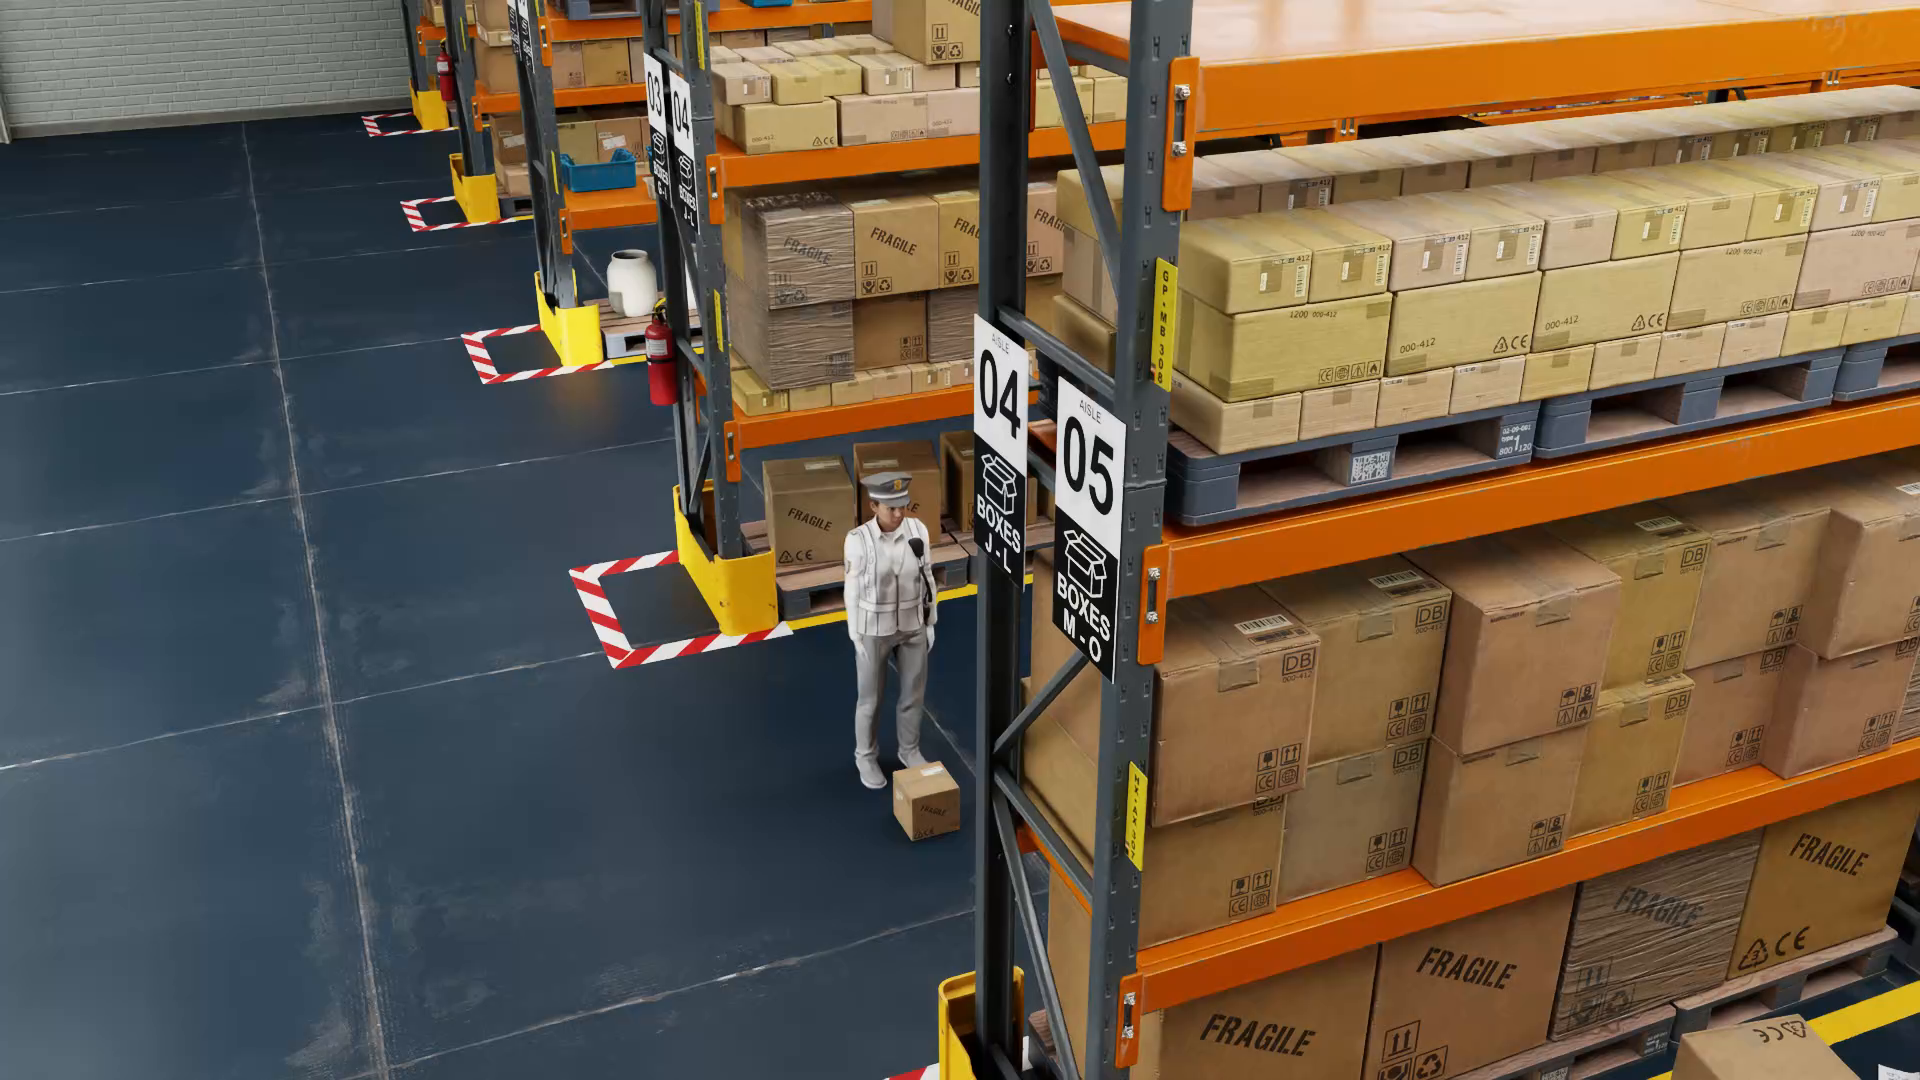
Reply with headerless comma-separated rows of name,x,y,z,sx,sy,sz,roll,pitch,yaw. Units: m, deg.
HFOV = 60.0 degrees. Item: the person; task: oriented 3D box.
person,-0.330,0.441,8.197,0.466,1.681,0.340,-10,28,-19
